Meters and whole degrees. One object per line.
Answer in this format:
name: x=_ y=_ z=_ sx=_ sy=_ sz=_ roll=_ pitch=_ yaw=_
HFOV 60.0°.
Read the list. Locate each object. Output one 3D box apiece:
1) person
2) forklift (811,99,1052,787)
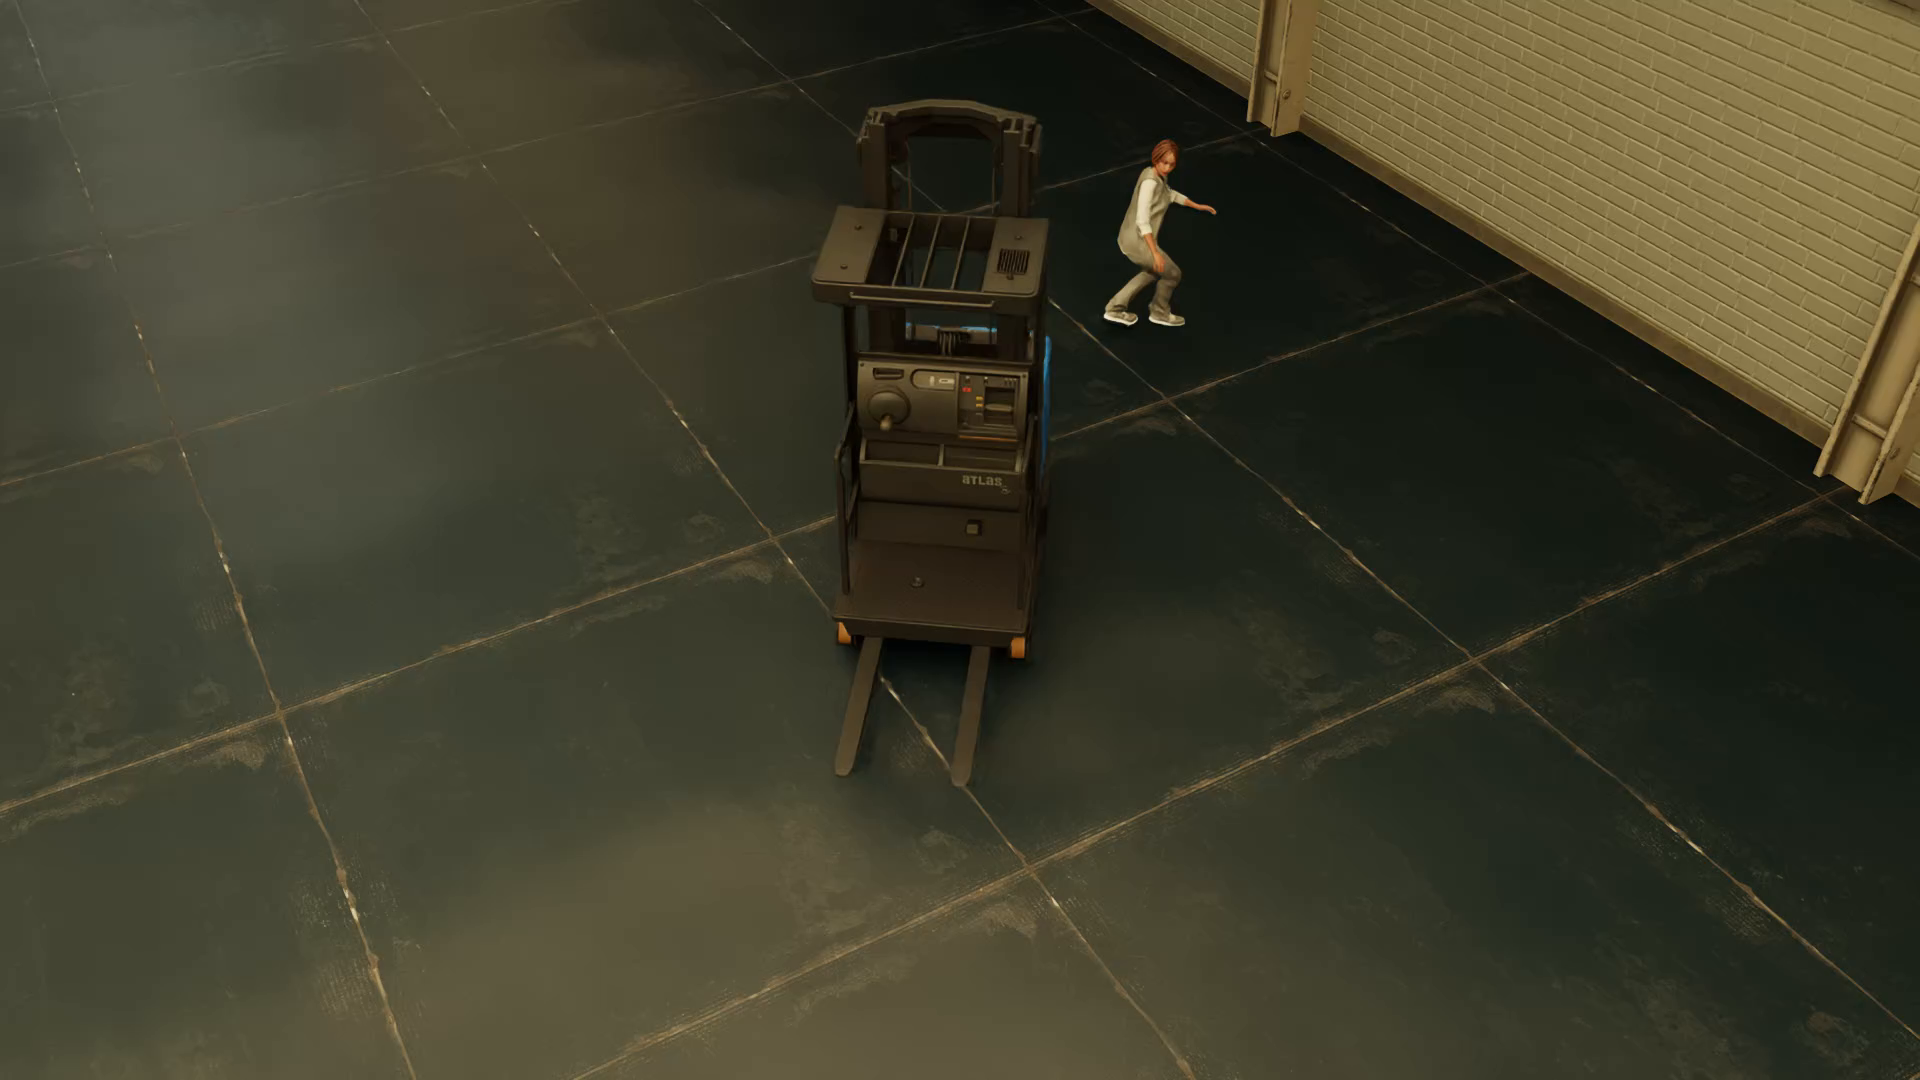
person: x=1.430 y=-2.076 z=11.696 sx=0.775 sy=1.476 sz=0.744 roll=-2 pitch=40 yaw=-3
forklift: x=-0.120 y=-0.685 z=8.862 sx=1.130 sy=2.935 sz=3.031 roll=5 pitch=40 yaw=5
